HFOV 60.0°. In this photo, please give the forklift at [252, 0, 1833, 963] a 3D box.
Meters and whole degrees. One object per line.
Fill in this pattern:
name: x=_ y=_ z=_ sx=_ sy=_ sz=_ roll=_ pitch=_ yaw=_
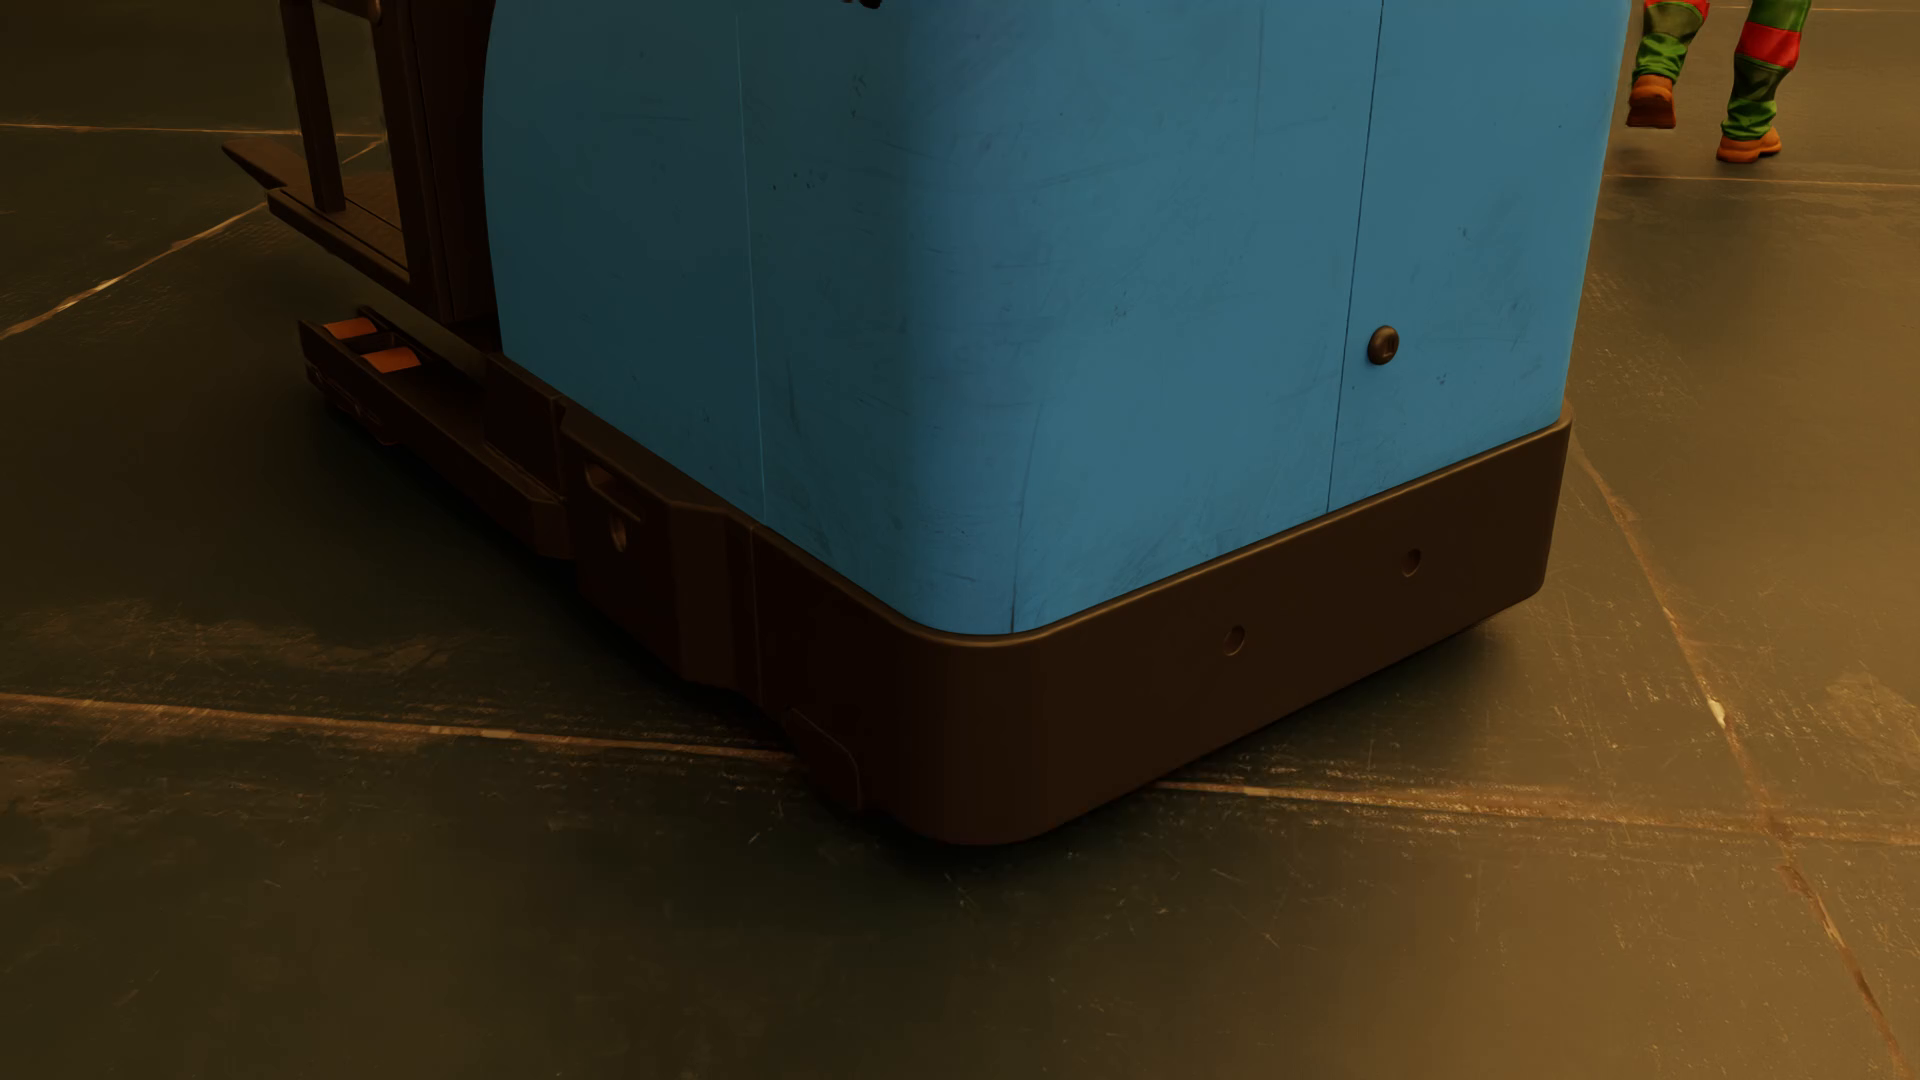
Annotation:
forklift: x=-0.373 y=-1.511 z=2.246 sx=1.130 sy=2.935 sz=3.031 roll=-19 pitch=32 yaw=-33
